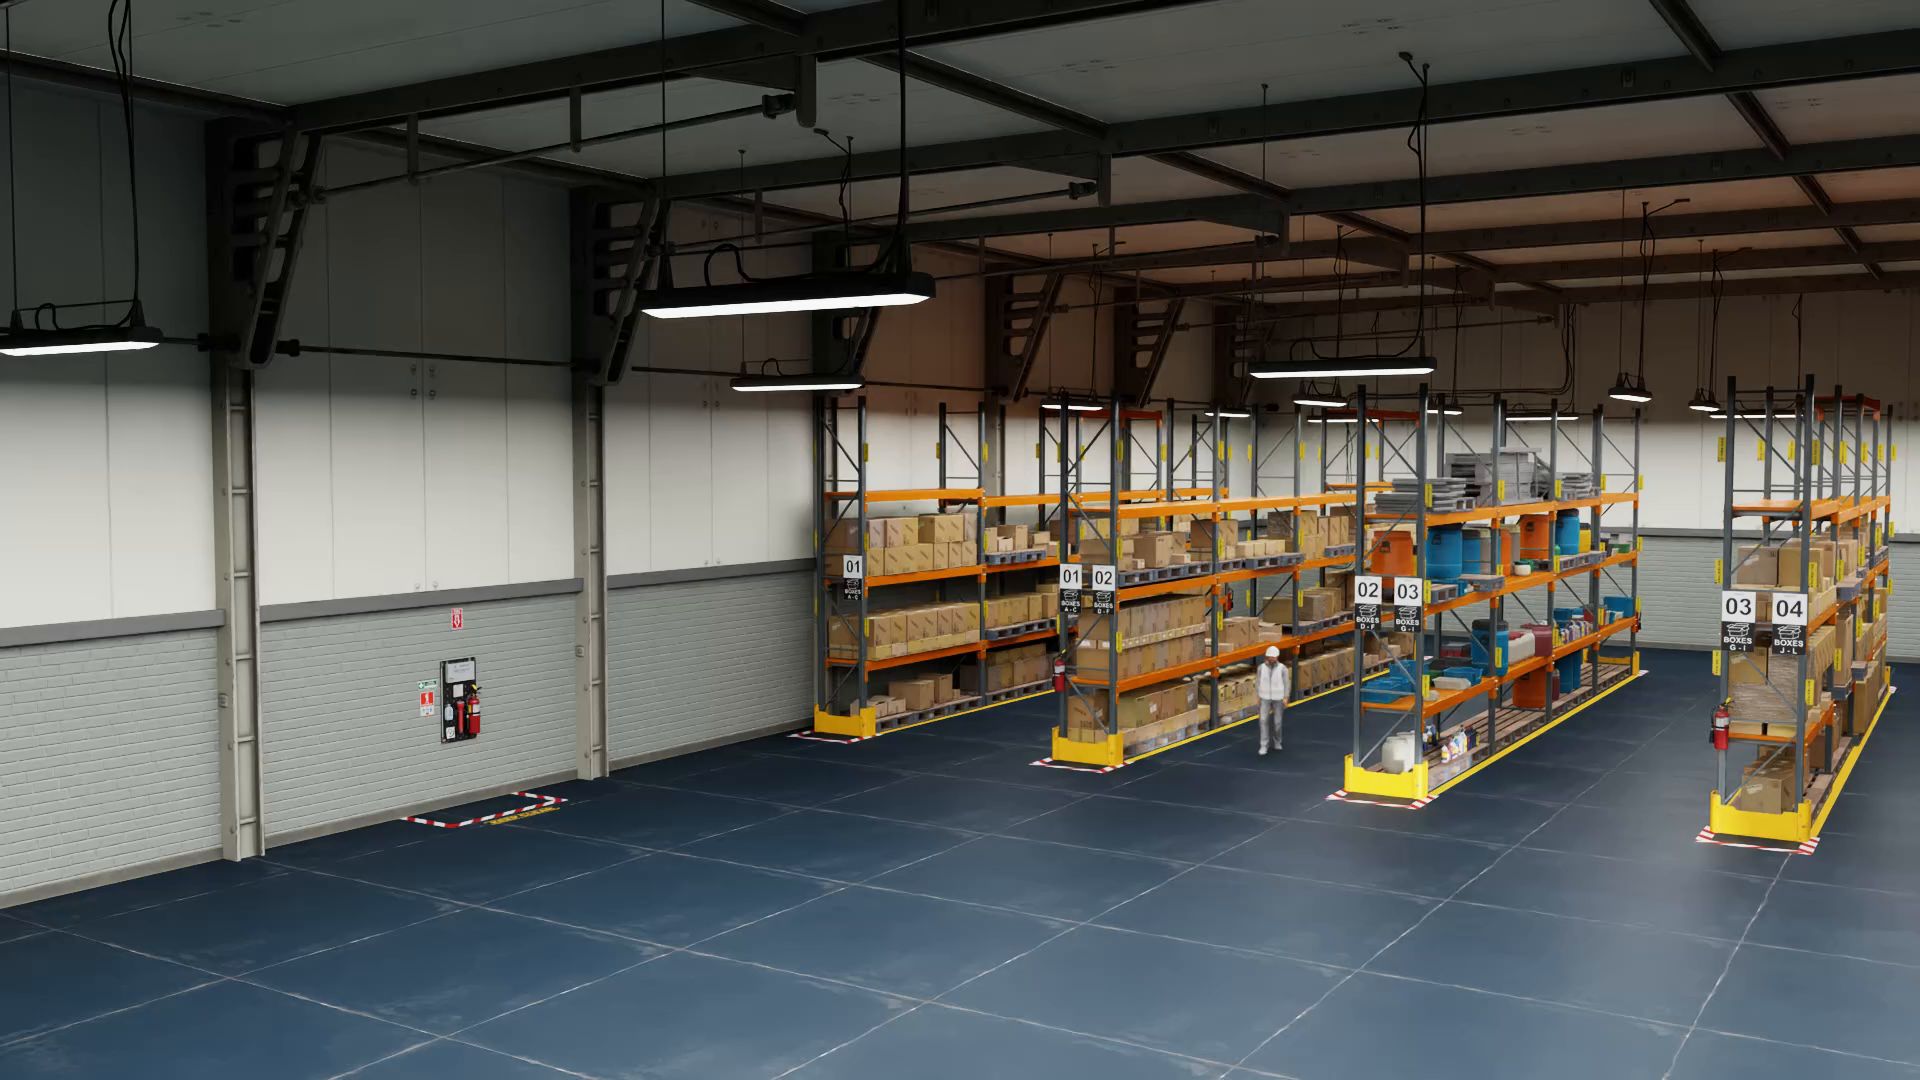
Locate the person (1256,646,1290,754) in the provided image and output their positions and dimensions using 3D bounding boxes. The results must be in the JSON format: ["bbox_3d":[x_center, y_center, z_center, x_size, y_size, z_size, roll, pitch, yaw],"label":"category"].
[{"bbox_3d":[5.228,2.660,27.808,0.587,1.780,0.705,1,3,19],"label":"person"}]

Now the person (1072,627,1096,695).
[{"bbox_3d":[2.564,2.467,33.230,0.645,1.585,0.745,3,4,43],"label":"person"}]
